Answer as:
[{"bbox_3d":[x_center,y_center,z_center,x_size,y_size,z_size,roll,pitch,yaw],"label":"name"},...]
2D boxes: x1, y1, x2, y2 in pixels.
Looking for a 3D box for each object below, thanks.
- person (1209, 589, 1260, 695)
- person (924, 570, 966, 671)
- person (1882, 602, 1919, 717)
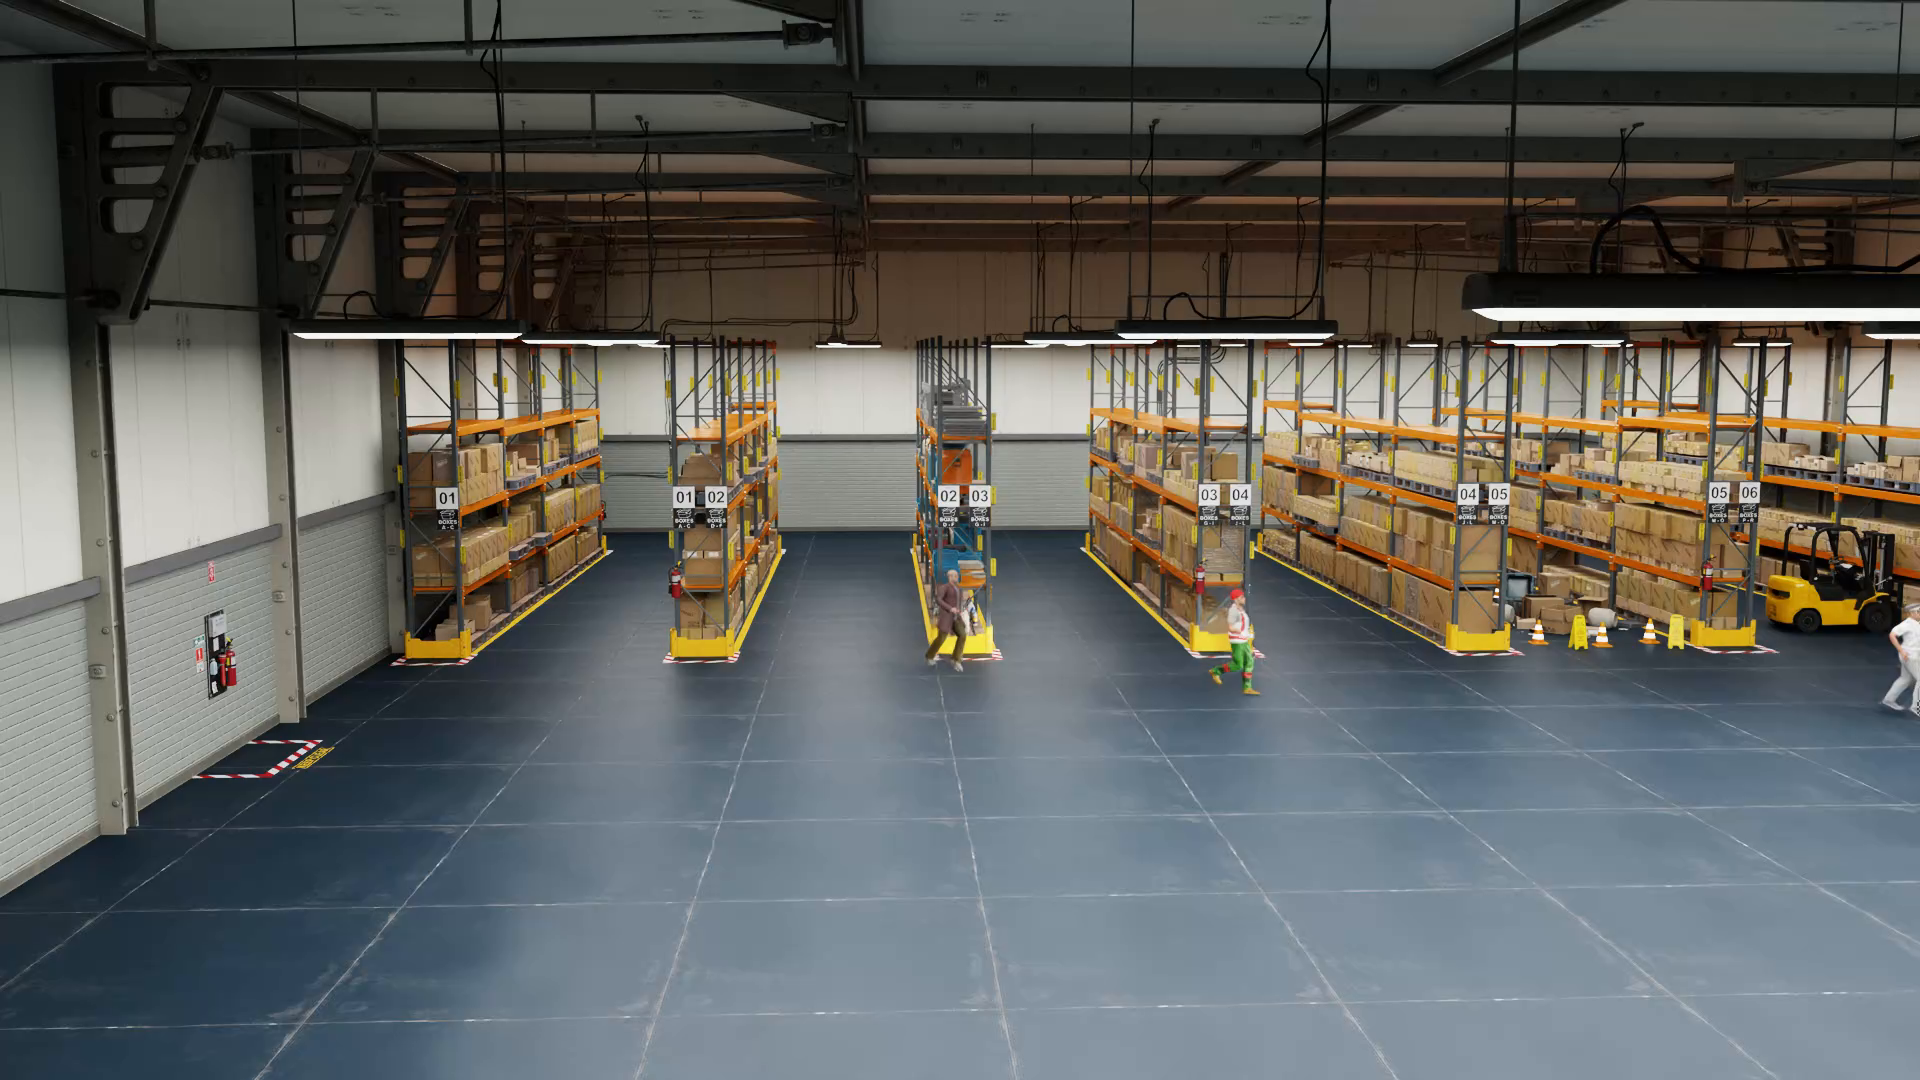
[{"bbox_3d":[4.618,1.696,27.808,0.869,1.772,0.657,3,7,24],"label":"person"},{"bbox_3d":[-0.175,1.443,30.135,0.831,1.807,0.766,5,8,40],"label":"person"},{"bbox_3d":[14.961,1.889,26.121,0.770,1.851,0.633,5,8,39],"label":"person"}]
